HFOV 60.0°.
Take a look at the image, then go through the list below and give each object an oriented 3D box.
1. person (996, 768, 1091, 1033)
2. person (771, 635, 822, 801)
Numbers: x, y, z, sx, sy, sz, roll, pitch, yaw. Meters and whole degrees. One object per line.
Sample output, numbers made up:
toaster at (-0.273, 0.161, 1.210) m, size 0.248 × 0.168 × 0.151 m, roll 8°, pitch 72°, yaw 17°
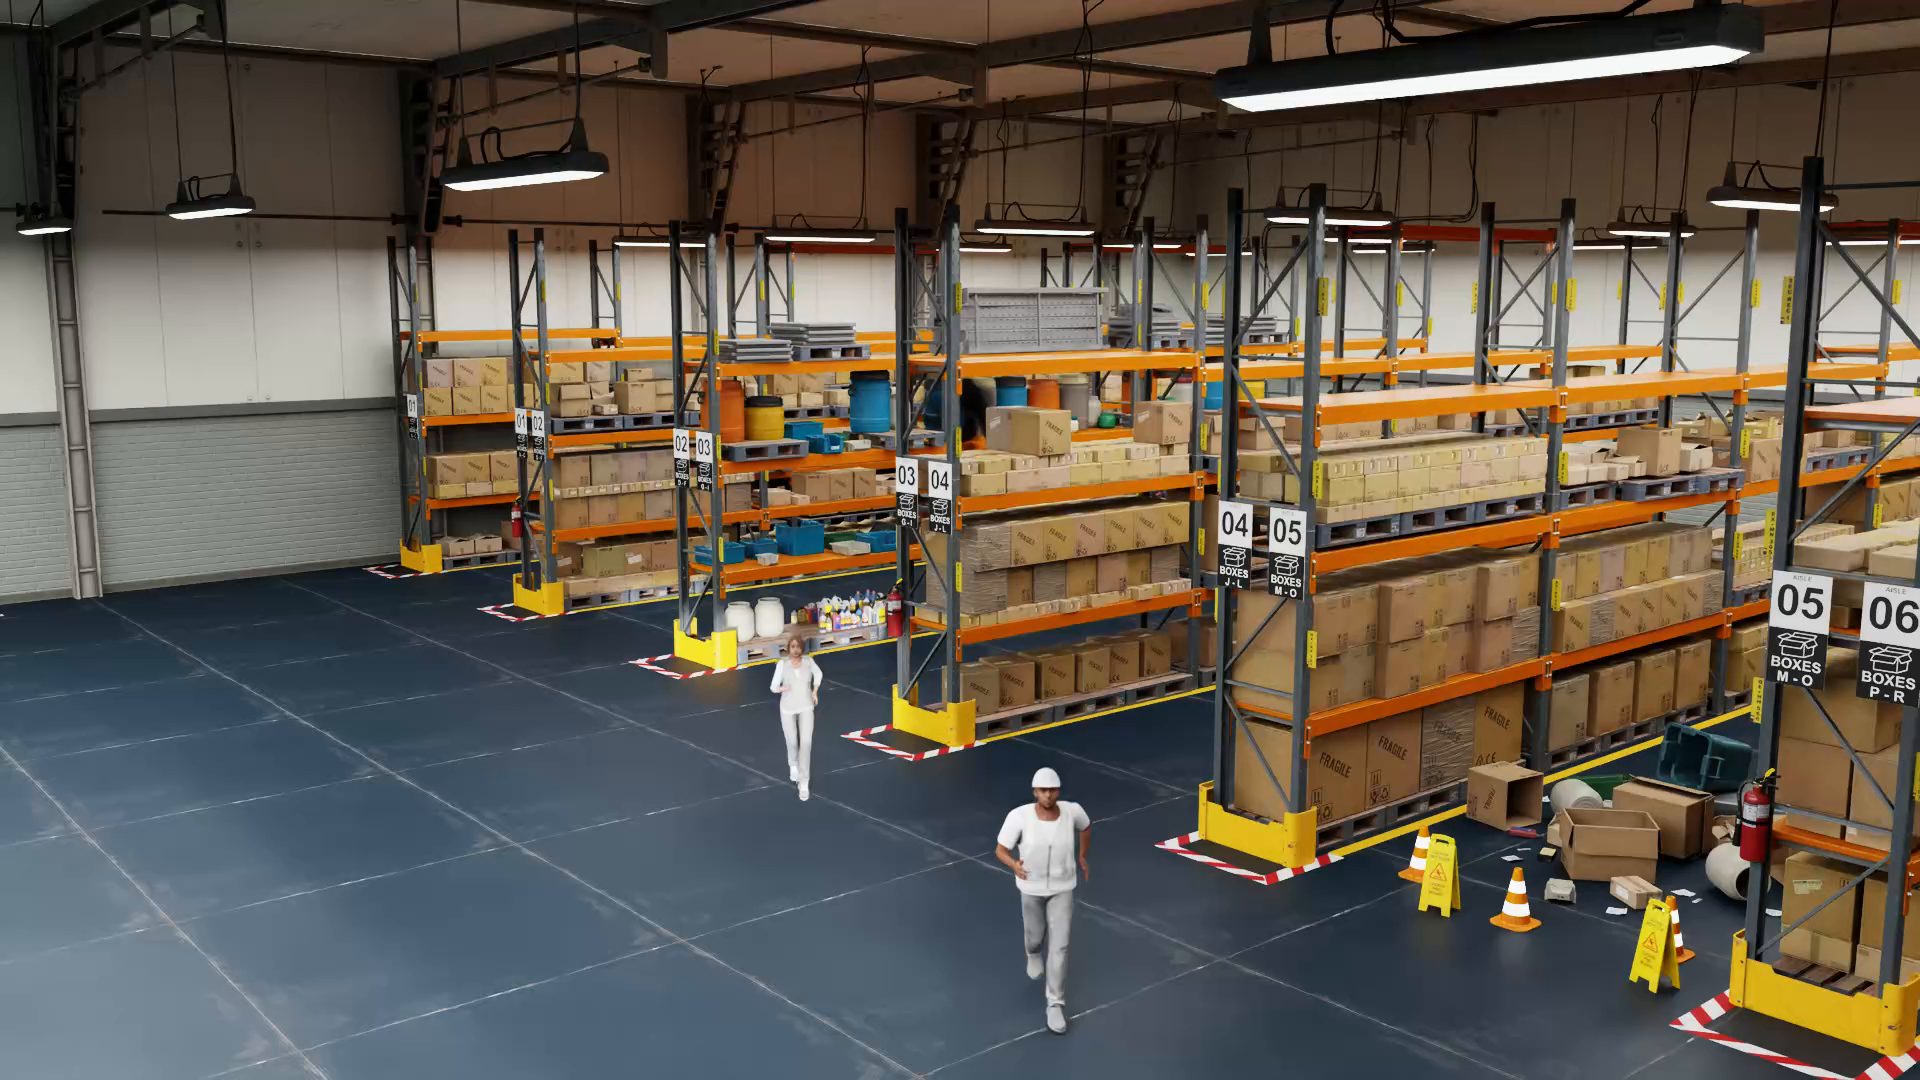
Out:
person at (0.605, 2.478, 11.852) m, size 0.703 × 1.766 × 0.980 m, roll 0°, pitch 9°, yaw -2°
person at (-1.665, 1.770, 16.973) m, size 0.522 × 1.608 × 0.770 m, roll -1°, pitch 9°, yaw -5°
